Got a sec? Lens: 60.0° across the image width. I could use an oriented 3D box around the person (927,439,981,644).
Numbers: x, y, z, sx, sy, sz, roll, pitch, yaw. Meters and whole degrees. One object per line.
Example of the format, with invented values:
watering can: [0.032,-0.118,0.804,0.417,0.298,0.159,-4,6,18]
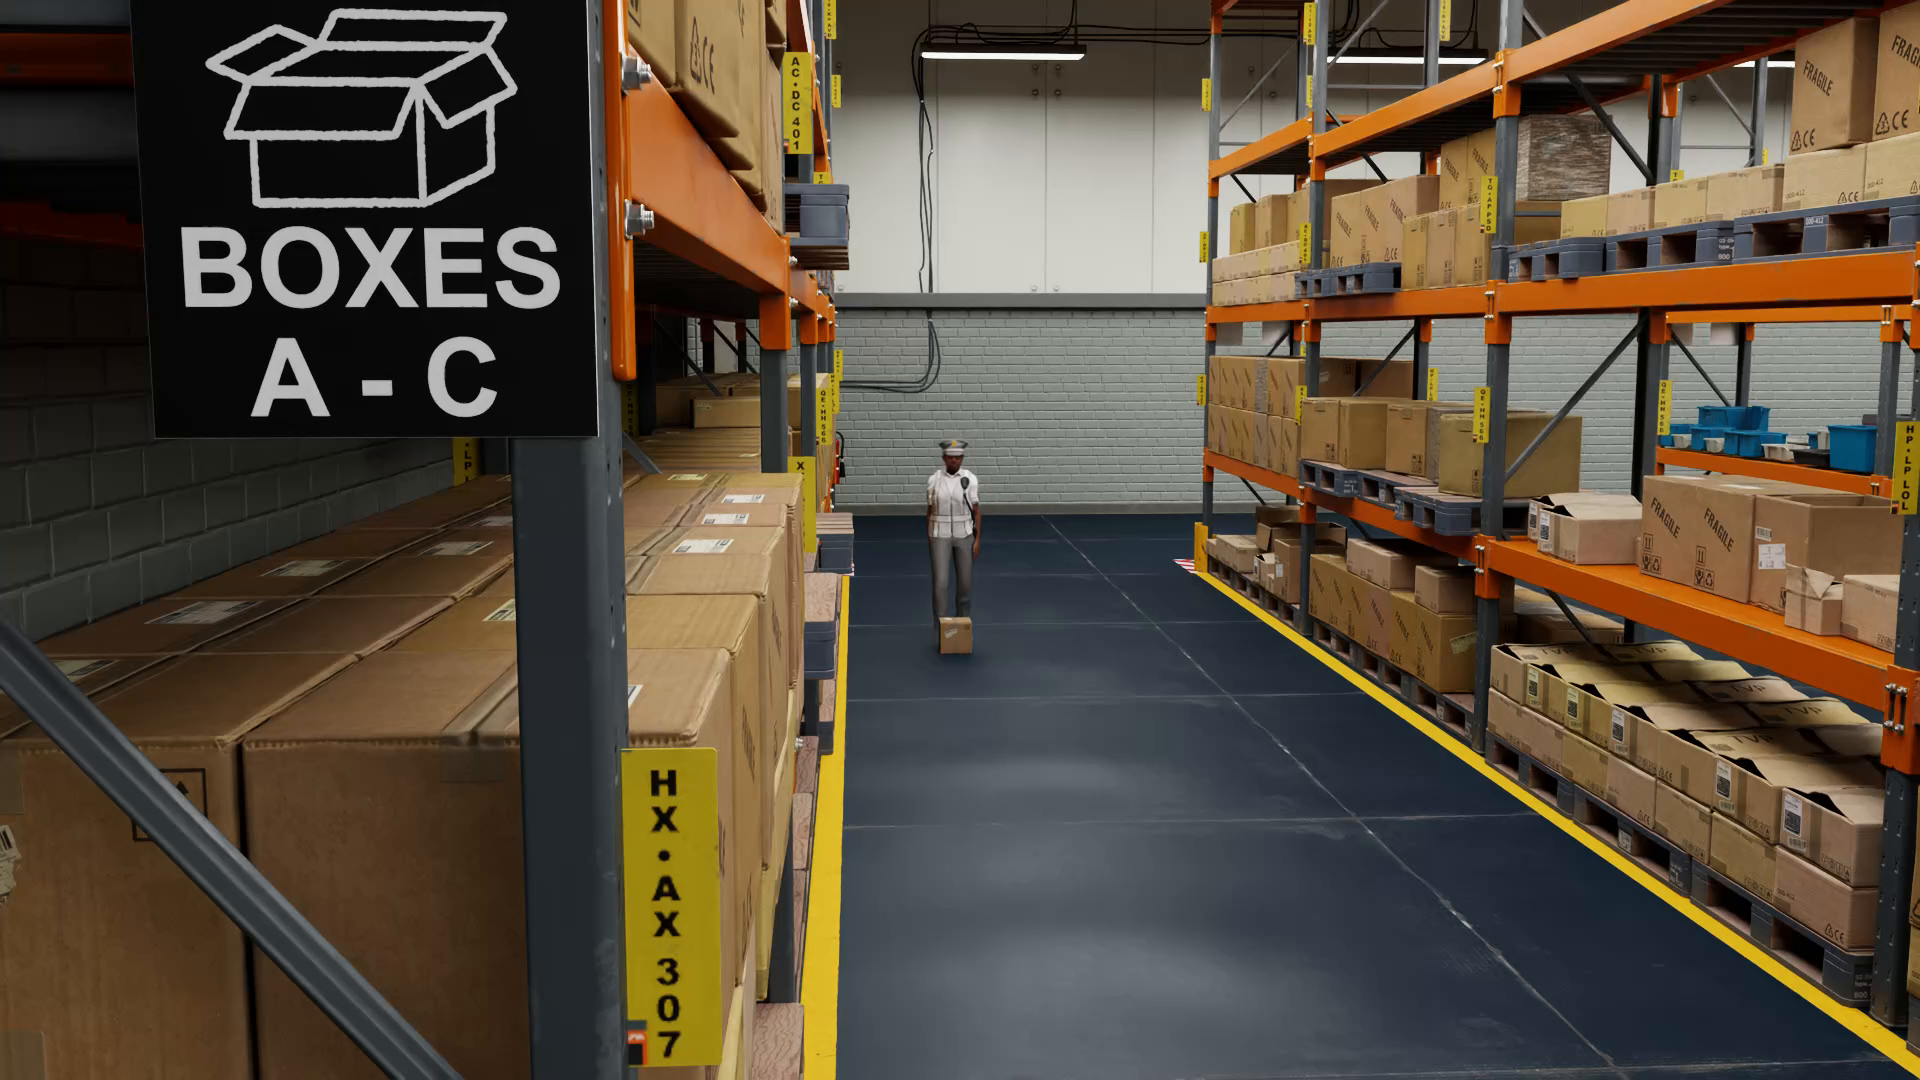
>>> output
person: [-0.052,0.015,13.696,0.445,1.700,0.386,0,7,-2]
